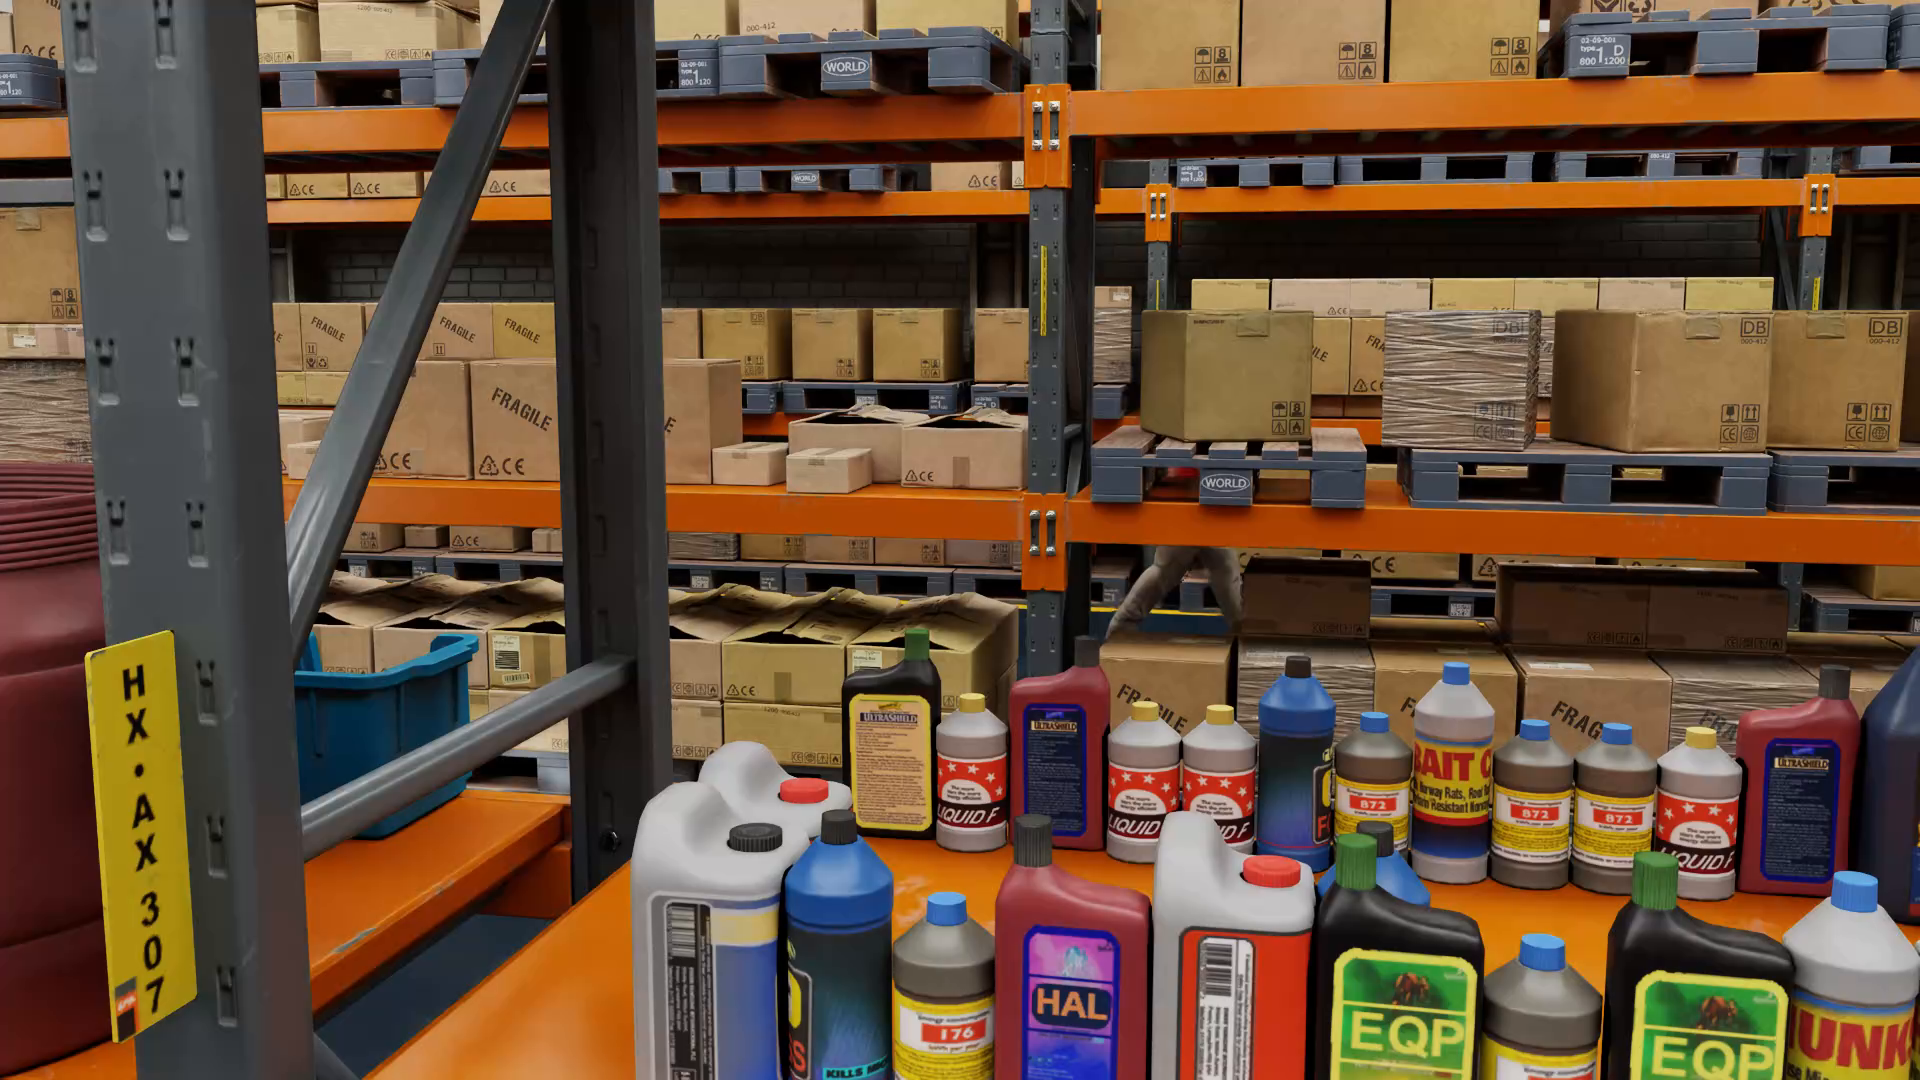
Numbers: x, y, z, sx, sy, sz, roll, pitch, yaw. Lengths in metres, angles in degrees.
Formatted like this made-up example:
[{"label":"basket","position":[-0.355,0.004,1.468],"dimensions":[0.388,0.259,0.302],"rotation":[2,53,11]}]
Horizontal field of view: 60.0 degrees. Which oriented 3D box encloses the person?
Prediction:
[{"label":"person","position":[1.403,-0.179,9.716],"dimensions":[1.091,1.666,0.532],"rotation":[0,8,2]}]
